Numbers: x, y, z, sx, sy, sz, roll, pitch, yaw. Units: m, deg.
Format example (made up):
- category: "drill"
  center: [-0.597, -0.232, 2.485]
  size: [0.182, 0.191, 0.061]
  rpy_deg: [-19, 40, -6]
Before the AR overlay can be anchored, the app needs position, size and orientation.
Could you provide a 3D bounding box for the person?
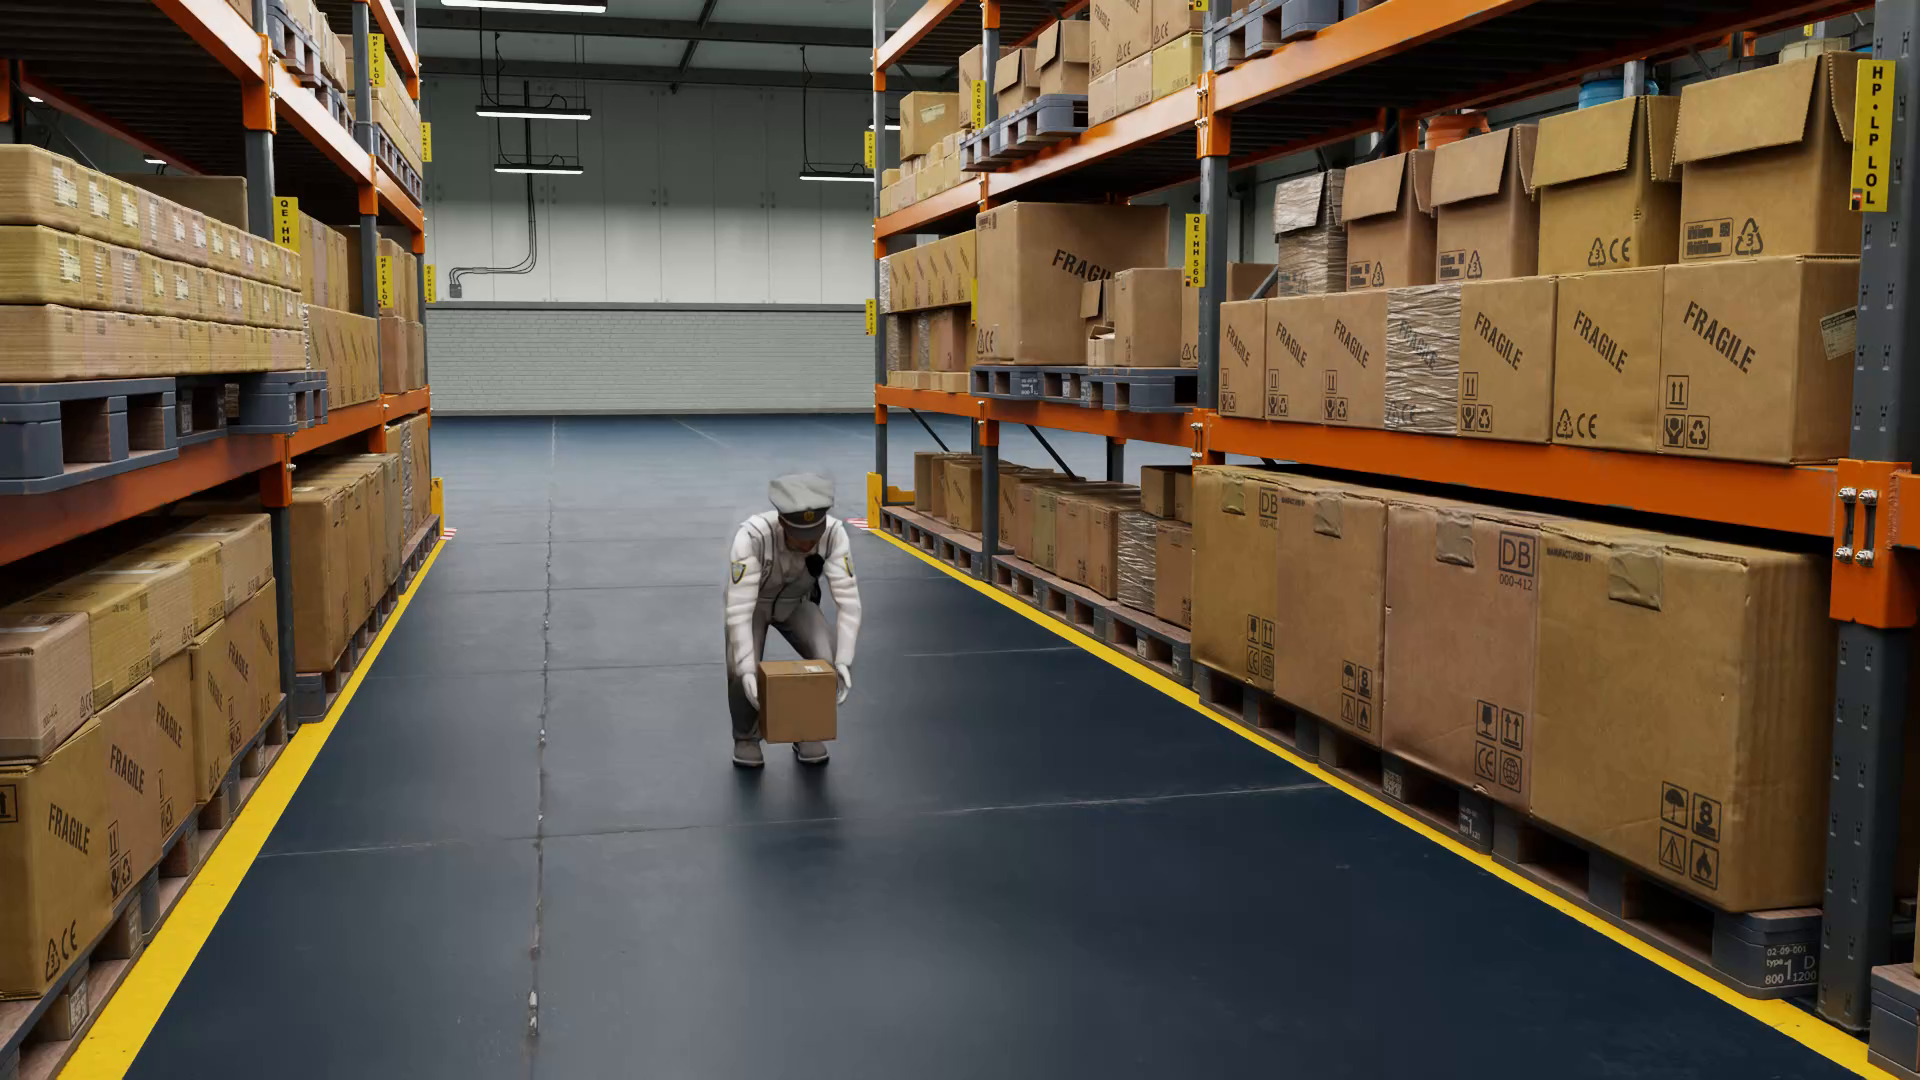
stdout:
- category: "person"
  center: [-0.652, 0.302, 6.361]
  size: [0.516, 1.139, 0.803]
  rpy_deg: [-2, 6, -14]
